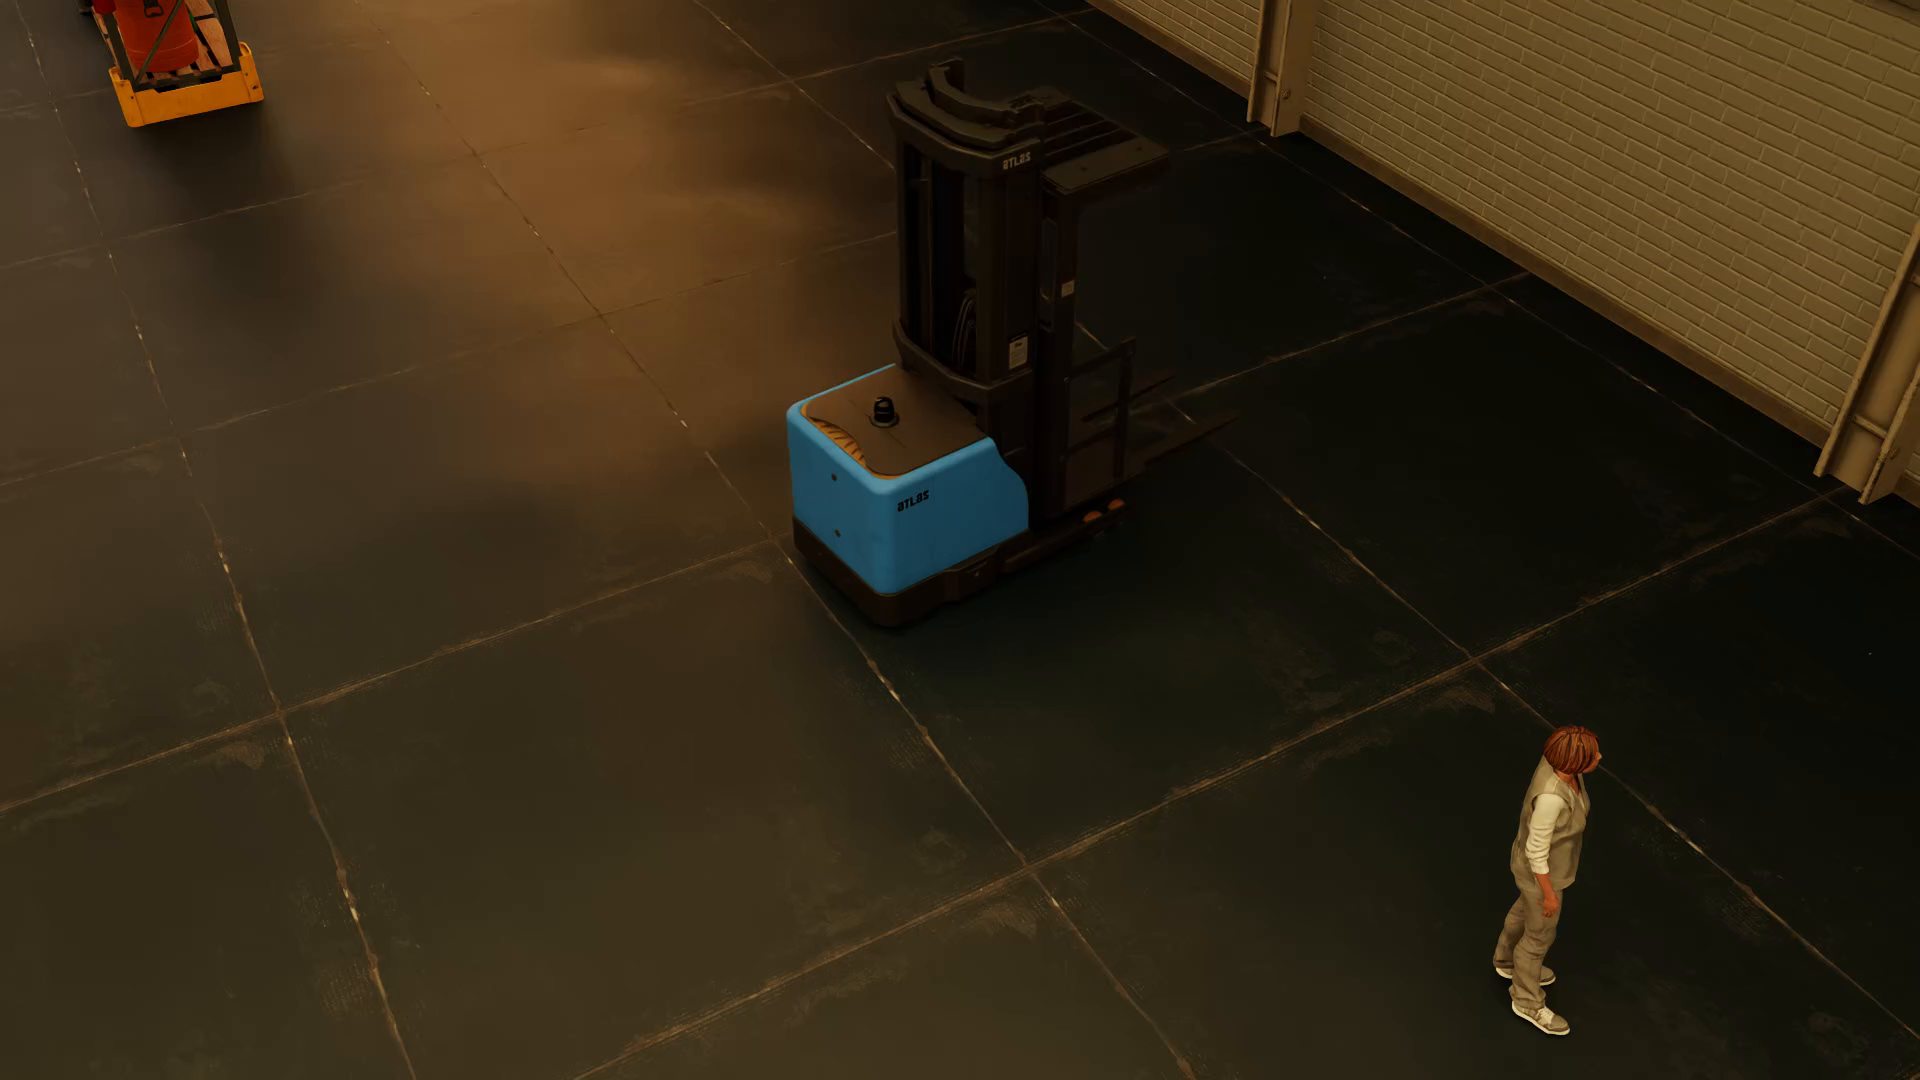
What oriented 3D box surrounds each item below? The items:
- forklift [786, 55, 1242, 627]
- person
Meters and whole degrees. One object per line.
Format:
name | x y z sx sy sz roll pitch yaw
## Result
forklift | 0.462 -1.391 9.713 3.031 2.935 1.130 -26 46 -28
person | 2.647 1.456 7.315 0.475 1.597 0.520 15 42 18
